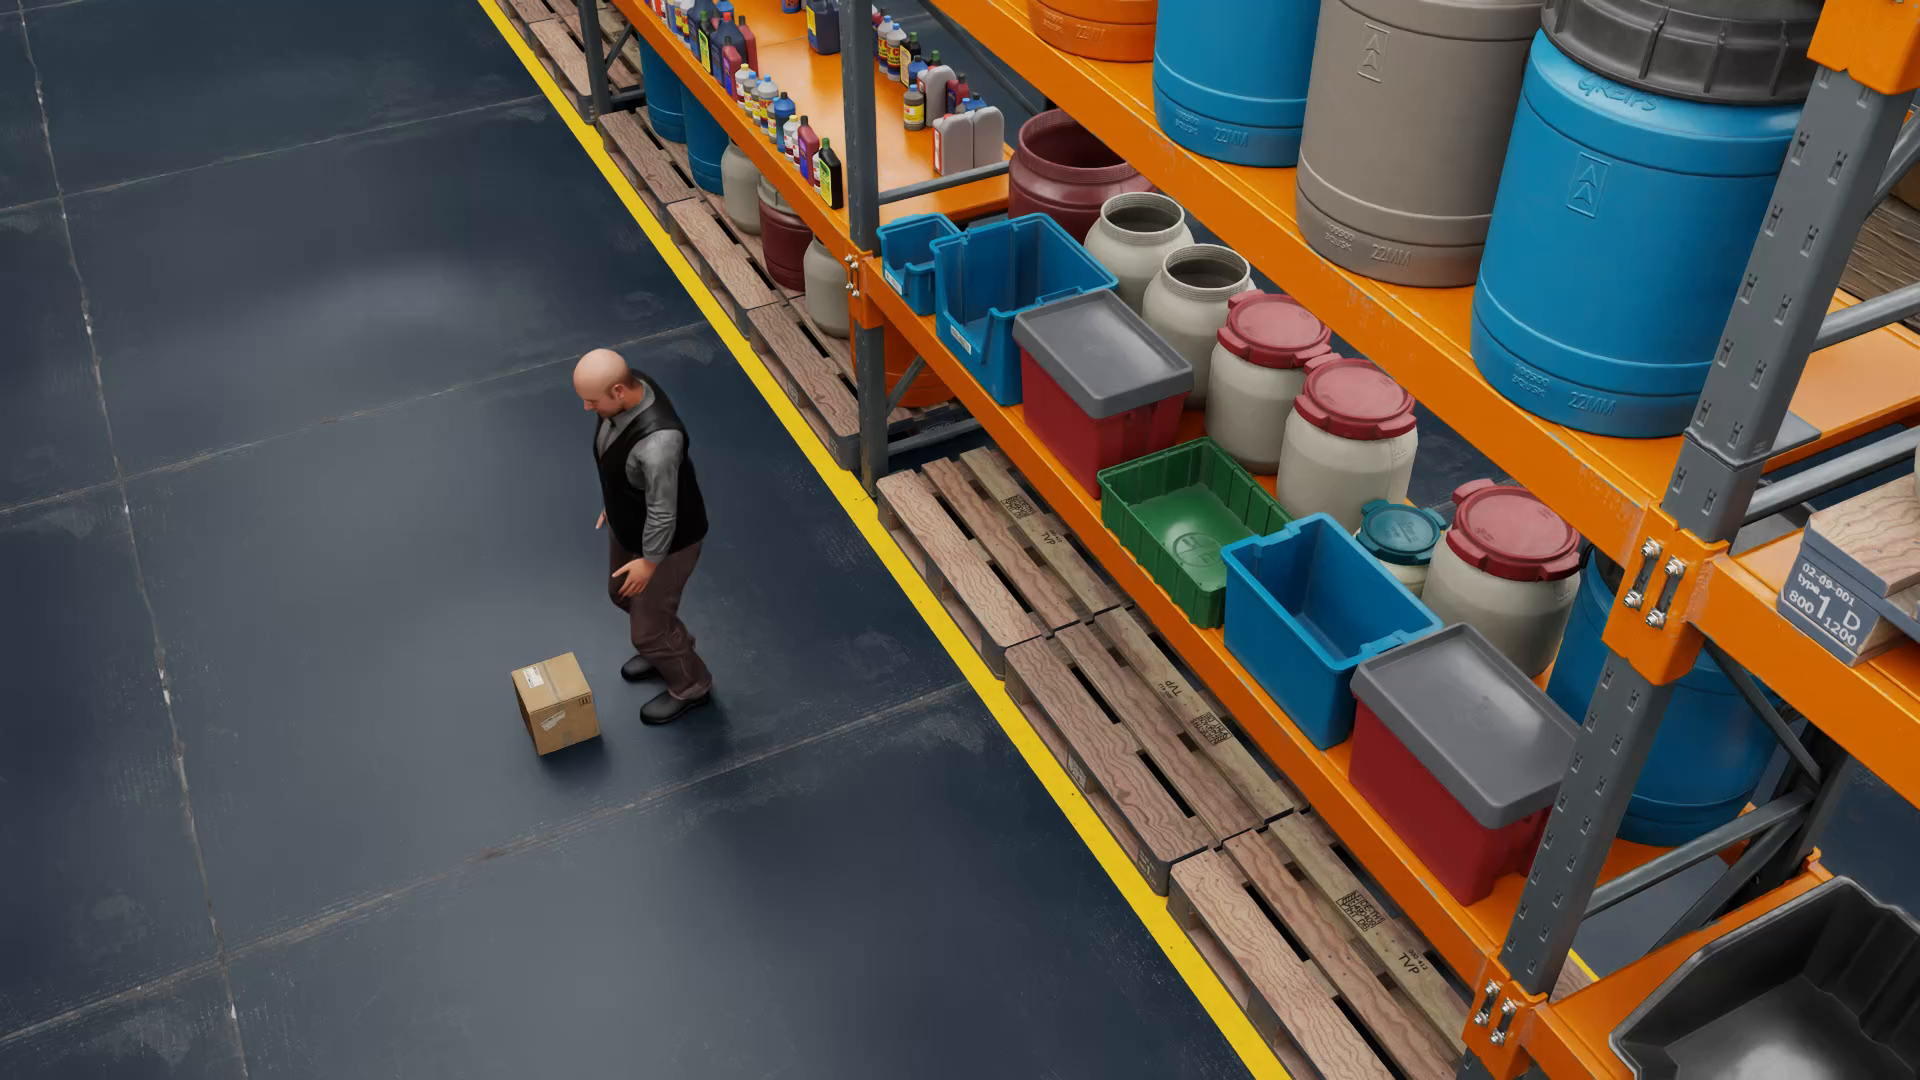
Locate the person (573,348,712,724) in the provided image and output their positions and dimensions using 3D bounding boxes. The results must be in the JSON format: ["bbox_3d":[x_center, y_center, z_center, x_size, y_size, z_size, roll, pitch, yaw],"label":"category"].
[{"bbox_3d":[-1.161,-0.023,6.251,0.410,1.685,0.552,-18,44,-19],"label":"person"}]
